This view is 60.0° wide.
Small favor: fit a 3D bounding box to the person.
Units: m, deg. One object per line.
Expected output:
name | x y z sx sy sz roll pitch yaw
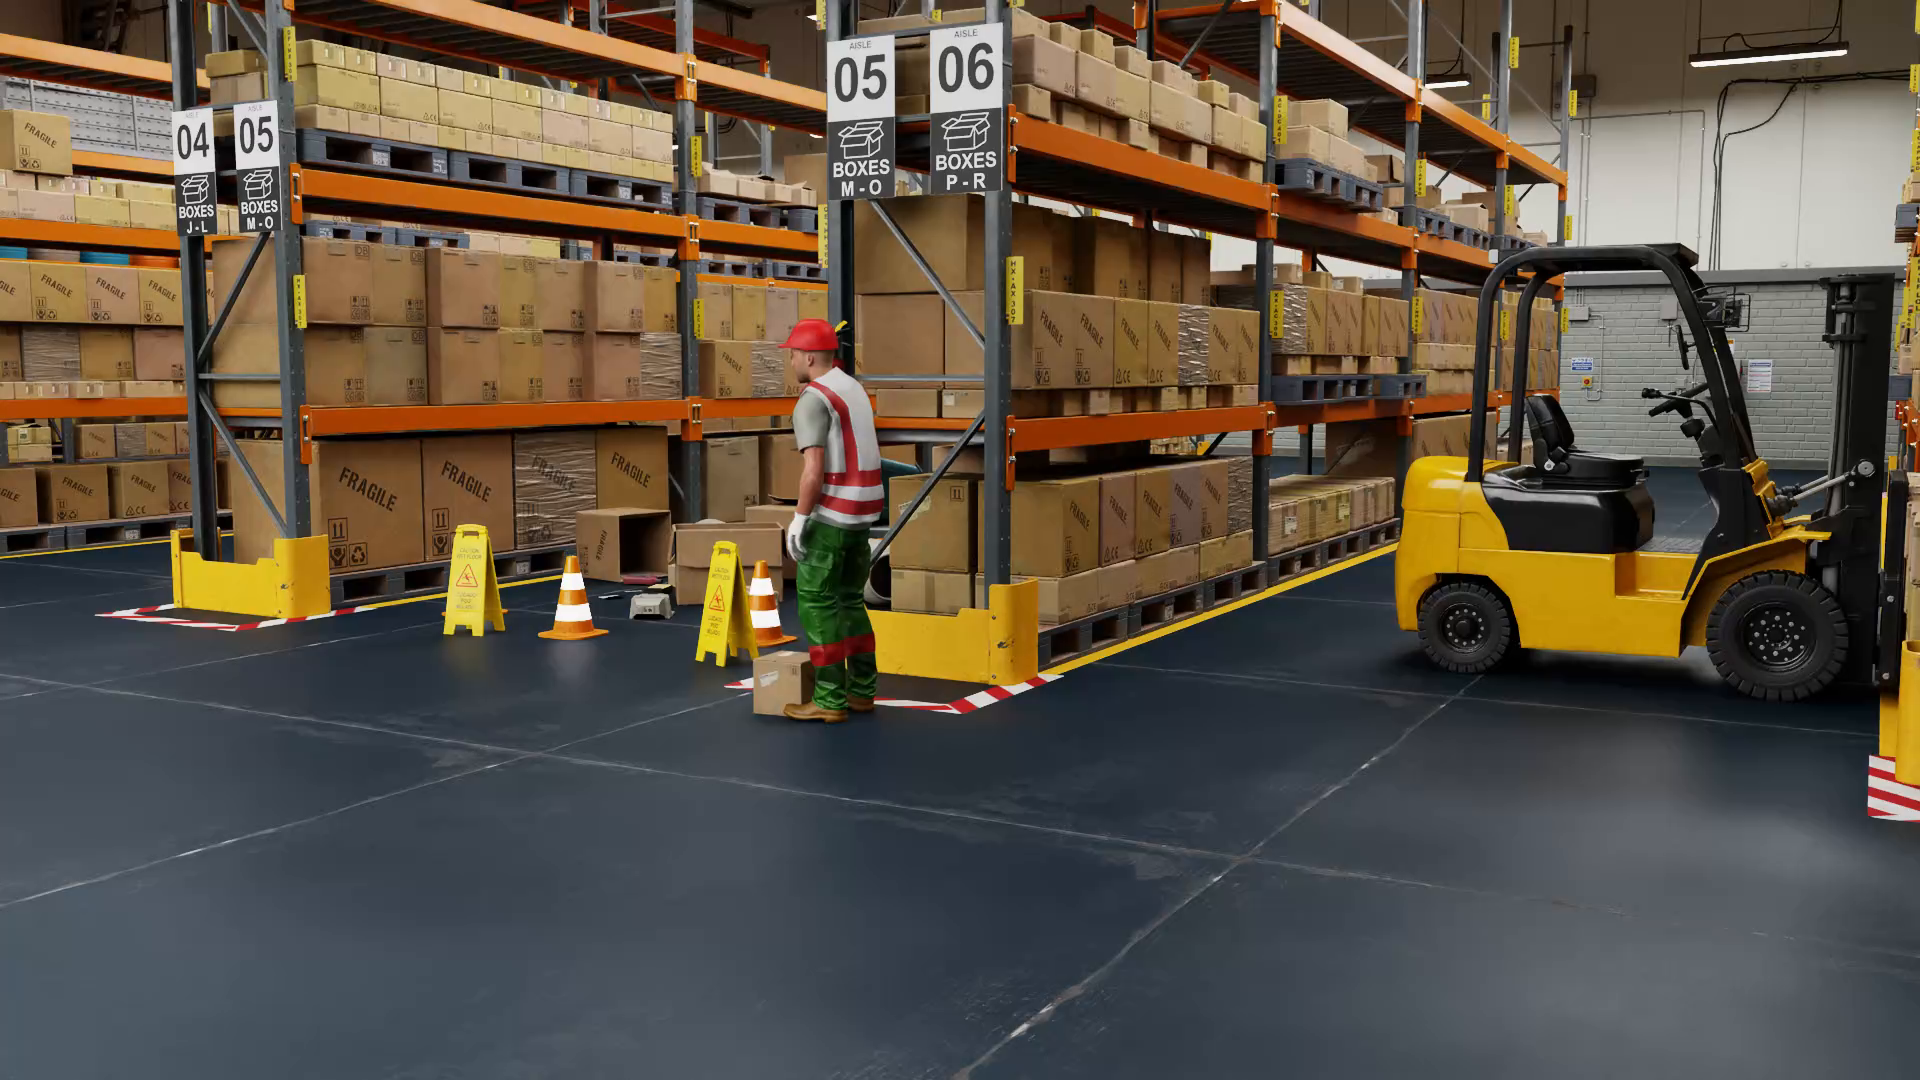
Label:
person | -0.581 -0.091 7.393 0.453 1.778 0.617 3 6 25
